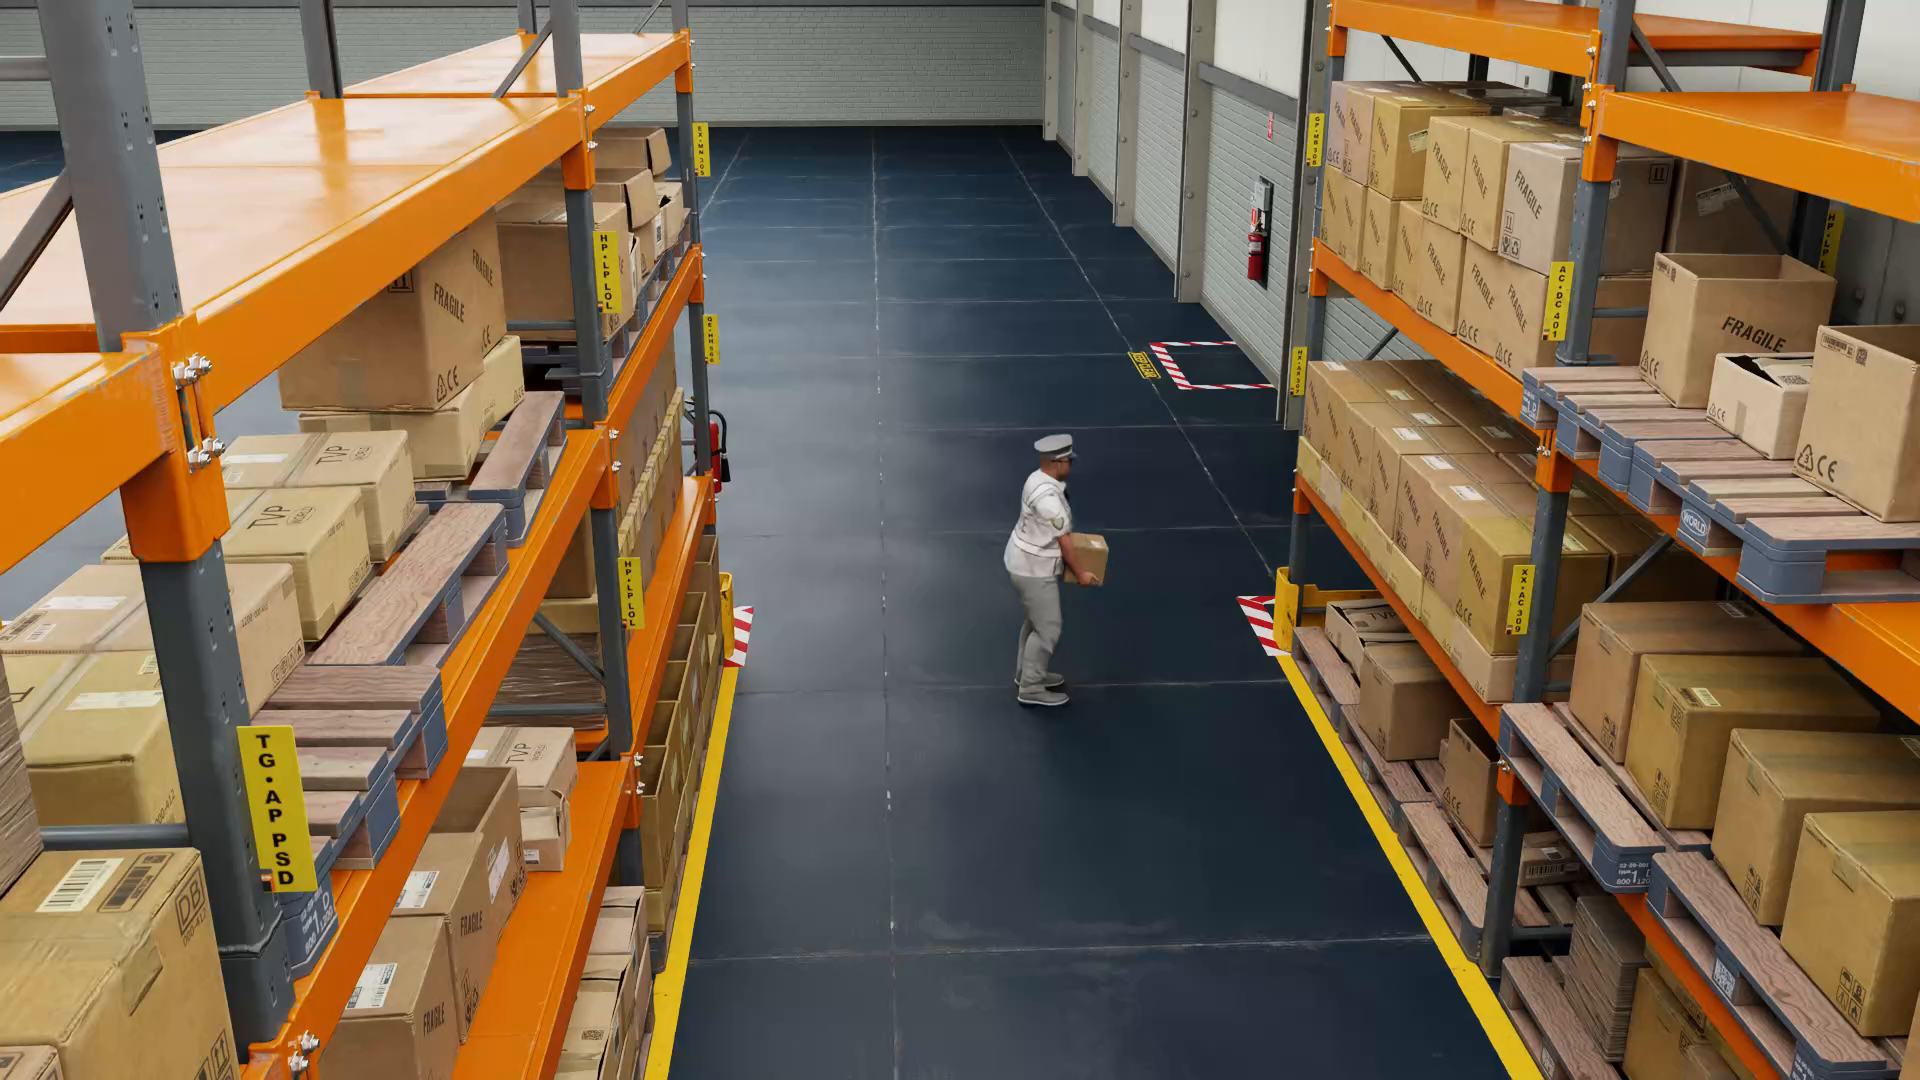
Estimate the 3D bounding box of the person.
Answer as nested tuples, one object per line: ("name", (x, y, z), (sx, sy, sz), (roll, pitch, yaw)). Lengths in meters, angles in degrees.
("person", (0.577, 0.178, 10.599), (0.589, 1.750, 0.487), (-1, 20, -4))
